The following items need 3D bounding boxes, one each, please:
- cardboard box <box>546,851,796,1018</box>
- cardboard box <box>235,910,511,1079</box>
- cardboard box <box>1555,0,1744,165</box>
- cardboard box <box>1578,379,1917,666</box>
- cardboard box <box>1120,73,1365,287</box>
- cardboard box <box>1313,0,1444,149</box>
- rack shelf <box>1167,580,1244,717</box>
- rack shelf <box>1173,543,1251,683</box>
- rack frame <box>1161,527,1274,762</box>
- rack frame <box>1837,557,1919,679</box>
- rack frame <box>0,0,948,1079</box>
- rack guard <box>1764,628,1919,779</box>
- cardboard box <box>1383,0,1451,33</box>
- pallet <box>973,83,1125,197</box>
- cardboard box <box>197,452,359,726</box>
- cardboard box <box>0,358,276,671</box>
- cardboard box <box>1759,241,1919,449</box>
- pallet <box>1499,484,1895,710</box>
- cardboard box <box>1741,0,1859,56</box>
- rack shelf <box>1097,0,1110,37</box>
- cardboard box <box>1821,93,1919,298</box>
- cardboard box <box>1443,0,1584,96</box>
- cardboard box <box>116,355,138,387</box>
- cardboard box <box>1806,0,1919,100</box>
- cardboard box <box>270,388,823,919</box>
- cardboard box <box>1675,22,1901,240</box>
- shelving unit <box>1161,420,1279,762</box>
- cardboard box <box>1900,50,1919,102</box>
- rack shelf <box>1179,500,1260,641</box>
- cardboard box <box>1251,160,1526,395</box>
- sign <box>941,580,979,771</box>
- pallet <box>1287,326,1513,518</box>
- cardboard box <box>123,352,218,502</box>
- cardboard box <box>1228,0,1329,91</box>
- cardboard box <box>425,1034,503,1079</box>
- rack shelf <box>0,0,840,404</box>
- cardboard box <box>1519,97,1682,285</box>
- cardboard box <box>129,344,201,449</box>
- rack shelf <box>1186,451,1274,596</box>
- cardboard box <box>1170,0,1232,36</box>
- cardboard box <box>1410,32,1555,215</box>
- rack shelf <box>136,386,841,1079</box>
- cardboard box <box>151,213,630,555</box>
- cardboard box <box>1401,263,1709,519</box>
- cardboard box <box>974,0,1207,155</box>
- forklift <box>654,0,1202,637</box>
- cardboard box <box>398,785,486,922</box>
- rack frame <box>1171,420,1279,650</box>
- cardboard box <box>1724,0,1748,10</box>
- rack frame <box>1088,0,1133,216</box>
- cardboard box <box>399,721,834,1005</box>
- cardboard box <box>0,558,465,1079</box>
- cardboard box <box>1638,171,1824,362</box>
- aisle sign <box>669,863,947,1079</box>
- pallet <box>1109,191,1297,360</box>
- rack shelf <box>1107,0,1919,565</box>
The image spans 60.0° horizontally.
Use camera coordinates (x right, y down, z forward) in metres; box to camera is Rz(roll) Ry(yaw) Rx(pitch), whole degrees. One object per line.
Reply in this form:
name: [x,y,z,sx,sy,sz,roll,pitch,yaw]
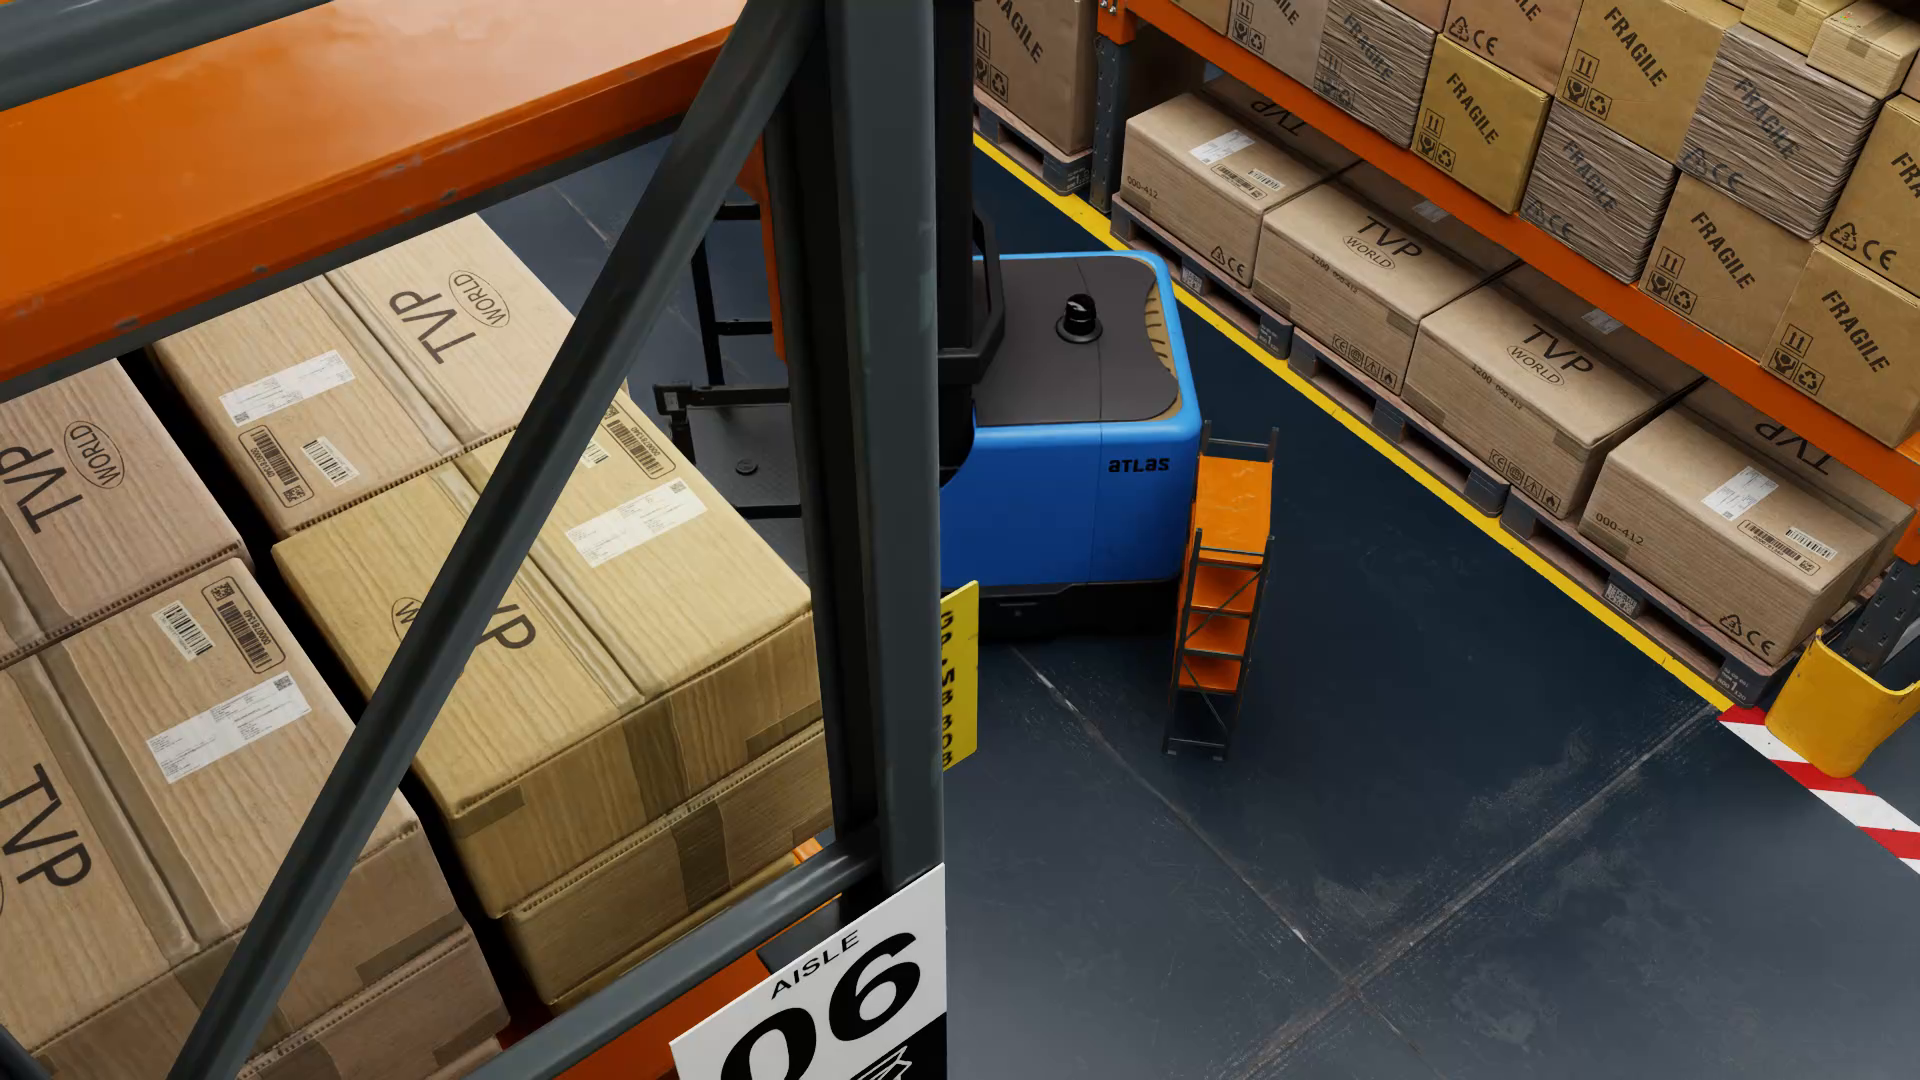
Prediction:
cardboard box: [-0.460,0.505,2.411,0.380,0.149,0.250,-28,54,-23]
cardboard box: [-0.938,0.524,2.125,0.500,0.250,0.500,-30,55,-25]
cardboard box: [2.378,-1.643,5.471,0.500,0.500,0.500,-30,54,-24]
cardboard box: [3.017,-0.133,6.291,0.875,0.438,0.875,-31,55,-25]
cardboard box: [1.369,-1.729,7.737,0.875,0.438,0.875,-30,54,-24]
cardboard box: [1.747,-1.911,6.389,0.500,0.500,0.500,-29,54,-24]
rack shelf: [0.889,0.383,5.951,0.258,0.148,0.480,7,48,6]
rack shelf: [0.889,0.249,5.804,0.258,0.148,0.480,7,48,6]
rack frame: [0.852,0.383,5.592,0.240,1.200,0.015,7,48,6]
rack frame: [3.496,-0.508,5.185,1.000,3.000,0.127,-29,54,-24]
rack frame: [-0.452,-0.294,0.942,1.000,3.000,0.127,-29,54,-24]
rack guard: [3.511,0.346,6.098,1.175,0.500,0.348,-29,54,-24]
cardboard box: [1.772,-2.239,6.011,0.500,0.500,0.500,-28,54,-23]
pallet: [0.547,-2.351,8.738,1.003,0.211,1.213,-29,54,-24]
cardboard box: [-0.827,-0.011,2.610,0.500,0.250,0.500,-28,54,-23]
cardboard box: [-1.258,0.052,2.215,0.500,0.250,0.500,-31,55,-25]
cardboard box: [2.993,-0.707,5.298,0.500,0.500,0.500,-29,54,-24]
pallet: [2.950,-0.008,6.613,1.003,0.211,1.213,-29,54,-24]
cardboard box: [2.604,-1.637,5.028,0.380,0.149,0.250,-28,54,-23]
rack shelf: [-0.137,-3.804,8.659,1.077,0.370,4.000,-29,54,-24]
cardboard box: [3.015,-1.055,4.938,0.500,0.500,0.500,-28,54,-23]
cardboard box: [2.075,-1.940,5.741,0.500,0.500,0.500,-30,54,-24]
cardboard box: [-1.459,-0.613,3.156,0.500,0.250,0.500,-30,55,-25]
cardboard box: [2.723,-1.470,4.877,0.380,0.149,0.250,-30,54,-24]
cardboard box: [-0.521,0.122,2.152,0.500,0.250,0.500,-30,54,-24]
cardboard box: [2.675,-1.350,5.206,0.500,0.500,0.500,-29,54,-24]
shelving unit: [0.889,0.204,5.754,0.258,1.200,0.503,7,48,6]
cardboard box: [2.947,-1.356,4.773,0.380,0.149,0.250,-28,54,-23]
rack shelf: [0.889,0.099,5.638,0.258,0.148,0.480,7,48,6]
cardboard box: [1.911,-1.201,7.259,0.875,0.438,0.875,-31,55,-25]
sign: [-0.020,0.176,1.950,0.100,0.325,0.005,-29,54,-24]
pallet: [2.215,-0.727,7.265,1.003,0.211,1.213,-29,54,-24]
cardboard box: [-1.127,-0.318,2.888,0.500,0.250,0.500,-31,55,-25]
cardboard box: [1.451,-2.207,6.658,0.500,0.500,0.500,-29,54,-24]
cardboard box: [-0.830,0.713,2.223,0.380,0.149,0.250,-28,54,-23]
rack shelf: [-1.663,-1.231,2.278,1.077,0.370,4.000,-29,54,-24]
cardboard box: [2.382,-1.309,5.843,0.500,0.500,0.500,-28,54,-23]
cardboard box: [-1.129,-0.477,2.695,0.500,0.250,0.500,-30,55,-25]
rack shelf: [0.889,-0.060,5.463,0.258,0.148,0.480,7,48,6]
cardboard box: [1.150,-2.506,6.929,0.500,0.500,0.500,-28,54,-23]
cardboard box: [2.059,-1.607,6.114,0.500,0.500,0.500,-28,54,-23]
rack shelf: [-1.663,-0.224,3.388,1.077,0.370,4.000,-29,54,-24]
cardboard box: [-0.814,-0.187,2.432,0.500,0.250,0.500,-30,54,-24]
cardboard box: [2.456,-0.669,6.776,0.875,0.438,0.875,-28,54,-23]
cardboard box: [0.635,-2.624,8.253,0.875,0.875,0.875,-28,54,-23]
forklift: [-0.689,-0.953,5.634,3.031,2.935,1.130,-2,48,-2]
cardboard box: [-0.640,0.363,2.540,0.380,0.149,0.250,-28,54,-23]
rack frame: [0.927,0.026,5.916,0.240,1.200,0.015,7,48,6]
cardboard box: [2.502,-1.823,5.197,0.380,0.149,0.250,-30,54,-24]
rack frame: [1.074,-2.867,7.323,1.000,3.000,0.127,-29,54,-24]
cardboard box: [-0.503,0.280,2.347,0.500,0.250,0.500,-30,54,-24]
cardboard box: [-0.943,0.359,1.937,0.500,0.250,0.500,-31,55,-25]
cardboard box: [2.702,-1.010,5.572,0.500,0.500,0.500,-30,55,-25]
aisle sign: [-0.177,0.756,2.284,0.394,0.787,0.004,-29,54,-24]
pallet: [1.472,-1.446,7.918,1.003,0.211,1.213,-29,54,-24]
rack shelf: [2.285,-1.446,6.520,1.077,0.370,4.000,-29,54,-24]
